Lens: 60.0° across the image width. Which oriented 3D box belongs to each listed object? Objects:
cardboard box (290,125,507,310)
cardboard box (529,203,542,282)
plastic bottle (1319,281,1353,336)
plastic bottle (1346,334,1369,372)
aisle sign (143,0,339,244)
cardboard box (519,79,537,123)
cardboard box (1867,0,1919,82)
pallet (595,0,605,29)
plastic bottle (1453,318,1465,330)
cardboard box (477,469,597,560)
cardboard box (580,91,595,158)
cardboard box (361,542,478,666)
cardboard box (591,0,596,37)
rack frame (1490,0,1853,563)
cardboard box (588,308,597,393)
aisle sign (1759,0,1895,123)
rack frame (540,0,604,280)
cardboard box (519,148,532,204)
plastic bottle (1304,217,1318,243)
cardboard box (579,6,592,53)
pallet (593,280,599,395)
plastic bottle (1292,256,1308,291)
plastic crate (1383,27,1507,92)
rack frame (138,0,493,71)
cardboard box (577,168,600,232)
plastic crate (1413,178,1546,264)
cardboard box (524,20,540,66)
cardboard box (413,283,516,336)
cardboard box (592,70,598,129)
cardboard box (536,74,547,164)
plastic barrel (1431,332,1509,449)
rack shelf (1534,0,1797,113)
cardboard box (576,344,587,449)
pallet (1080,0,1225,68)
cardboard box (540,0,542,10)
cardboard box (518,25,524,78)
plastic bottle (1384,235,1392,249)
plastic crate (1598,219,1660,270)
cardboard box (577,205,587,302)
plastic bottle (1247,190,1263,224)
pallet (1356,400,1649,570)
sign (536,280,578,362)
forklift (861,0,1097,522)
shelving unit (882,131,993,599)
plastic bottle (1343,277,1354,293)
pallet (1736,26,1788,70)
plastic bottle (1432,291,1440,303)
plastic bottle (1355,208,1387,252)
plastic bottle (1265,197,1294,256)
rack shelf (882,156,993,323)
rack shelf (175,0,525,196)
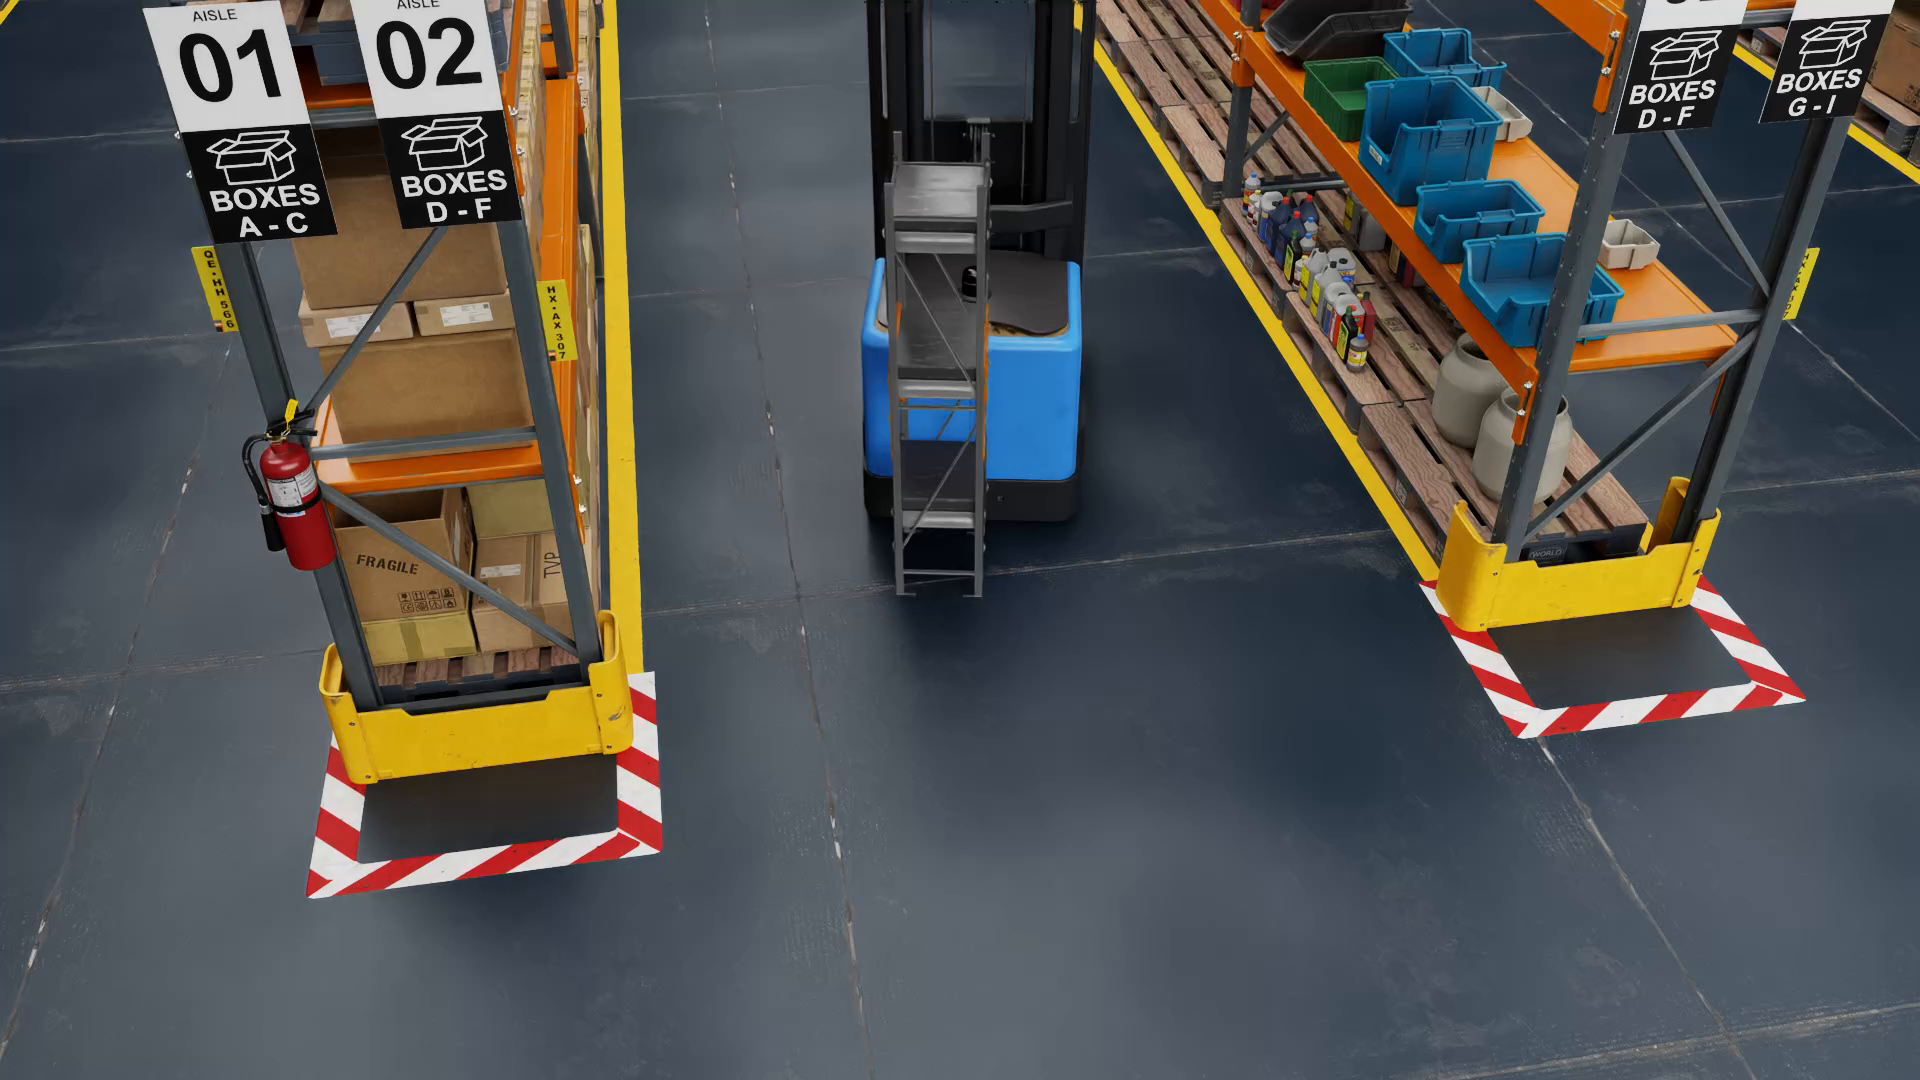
[{"bbox_3d":[-2.064,-1.219,6.135,0.700,0.500,0.500,-6,38,-8],"label":"cardboard box"},{"bbox_3d":[-2.233,-1.292,7.287,0.700,0.500,0.500,-6,38,-8],"label":"cardboard box"},{"bbox_3d":[2.096,-1.282,9.217,0.152,0.276,0.135,-7,38,-9],"label":"plastic bottle"},{"bbox_3d":[2.138,-1.013,8.932,0.097,0.201,0.097,0,38,0],"label":"plastic bottle"},{"bbox_3d":[-2.263,-1.307,5.269,0.394,0.787,0.004,-6,38,-8],"label":"aisle sign"},{"bbox_3d":[-2.158,-1.995,7.663,0.380,0.149,0.250,-5,38,-6],"label":"cardboard box"},{"bbox_3d":[6.915,-3.681,12.122,0.700,0.500,0.500,-6,38,-8],"label":"cardboard box"},{"bbox_3d":[-3.482,-4.538,13.819,1.003,0.211,1.213,-6,38,-8],"label":"pallet"},{"bbox_3d":[2.820,-1.315,9.262,0.097,0.271,0.097,0,38,0],"label":"plastic bottle"},{"bbox_3d":[-1.952,-0.082,7.709,0.500,0.250,0.500,-6,38,-8],"label":"cardboard box"},{"bbox_3d":[-2.597,-2.649,10.556,0.500,0.311,0.500,-7,38,-8],"label":"cardboard box"},{"bbox_3d":[-2.371,0.276,7.249,0.500,0.250,0.500,-6,38,-8],"label":"cardboard box"},{"bbox_3d":[-3.056,-3.973,12.717,0.500,0.250,0.500,-5,38,-7],"label":"cardboard box"},{"bbox_3d":[2.892,-0.883,6.841,1.000,3.000,0.127,-6,38,-8],"label":"rack frame"},{"bbox_3d":[-2.210,-0.988,8.876,0.500,0.250,0.500,-6,38,-8],"label":"cardboard box"},{"bbox_3d":[3.193,-1.897,6.028,0.394,0.787,0.004,-6,38,-8],"label":"aisle sign"},{"bbox_3d":[-2.687,-2.768,9.268,1.000,3.000,0.127,-6,38,-8],"label":"rack frame"},{"bbox_3d":[-2.025,-1.531,7.066,0.380,0.149,0.250,-7,38,-9],"label":"cardboard box"},{"bbox_3d":[2.068,-1.788,9.872,0.097,0.271,0.097,0,38,0],"label":"plastic bottle"},{"bbox_3d":[-2.871,-3.577,11.752,0.500,0.311,0.500,-6,38,-8],"label":"cardboard box"},{"bbox_3d":[-2.589,-1.182,9.499,1.003,0.211,1.213,-6,38,-8],"label":"pallet"},{"bbox_3d":[1.983,-1.548,9.619,0.097,0.201,0.097,0,38,0],"label":"plastic bottle"},{"bbox_3d":[2.652,-2.601,9.174,0.499,0.251,0.616,-6,38,-8],"label":"plastic crate"},{"bbox_3d":[-1.986,-2.721,4.318,1.000,3.000,0.127,-6,38,-8],"label":"rack frame"},{"bbox_3d":[-2.514,-2.118,10.331,0.500,0.250,0.500,-7,38,-9],"label":"cardboard box"},{"bbox_3d":[2.401,-1.487,7.740,0.499,0.251,0.408,-6,38,-8],"label":"plastic crate"},{"bbox_3d":[-2.292,-2.457,8.257,0.380,0.149,0.250,-6,38,-8],"label":"cardboard box"},{"bbox_3d":[-1.843,-0.908,6.263,0.380,0.149,0.250,-6,38,-8],"label":"cardboard box"},{"bbox_3d":[-2.784,-3.047,11.526,0.500,0.250,0.500,-6,38,-7],"label":"cardboard box"},{"bbox_3d":[-2.504,-2.222,8.484,0.700,0.500,0.500,-7,38,-8],"label":"cardboard box"},{"bbox_3d":[2.613,-0.758,8.366,0.421,0.512,0.421,0,38,0],"label":"plastic barrel"},{"bbox_3d":[2.541,-2.991,7.696,1.077,0.370,4.000,-6,38,-8],"label":"rack shelf"},{"bbox_3d":[-2.051,-0.679,7.866,0.500,0.500,0.500,-6,38,-8],"label":"cardboard box"},{"bbox_3d":[1.587,-4.141,13.309,1.003,0.211,1.213,-6,38,-8],"label":"pallet"},{"bbox_3d":[-2.428,-2.923,8.857,0.380,0.149,0.250,-6,38,-8],"label":"cardboard box"},{"bbox_3d":[-2.426,-2.445,7.713,0.700,0.500,0.500,-6,38,-8],"label":"cardboard box"},{"bbox_3d":[2.621,-1.952,10.019,0.144,0.351,0.185,-8,39,-10],"label":"plastic bottle"},{"bbox_3d":[3.051,-1.354,7.662,0.298,0.136,0.250,-6,38,-8],"label":"plastic crate"},{"bbox_3d":[-2.314,-1.584,9.032,0.500,0.500,0.500,-6,38,-8],"label":"cardboard box"},{"bbox_3d":[1.832,-2.066,10.287,0.097,0.201,0.097,0,38,0],"label":"plastic bottle"},{"bbox_3d":[2.695,-0.314,8.382,1.003,0.211,1.213,-6,38,-8],"label":"pallet"},{"bbox_3d":[-1.438,-0.781,5.941,0.100,0.325,0.005,-6,38,-8],"label":"sign"},{"bbox_3d":[0.112,-2.130,8.502,1.130,2.935,3.031,1,38,2],"label":"forklift"},{"bbox_3d":[-0.088,-0.714,7.357,0.431,2.100,0.503,1,38,2],"label":"shelving unit"},{"bbox_3d":[2.175,-1.391,9.418,0.097,0.201,0.097,0,38,0],"label":"plastic bottle"},{"bbox_3d":[6.711,-3.939,13.048,1.003,0.211,1.213,-6,38,-8],"label":"pallet"},{"bbox_3d":[2.767,-1.497,9.498,0.097,0.271,0.097,0,38,0],"label":"plastic bottle"},{"bbox_3d":[2.479,-1.892,10.002,0.152,0.276,0.135,-6,38,-8],"label":"plastic bottle"},{"bbox_3d":[1.923,-1.894,9.944,0.144,0.351,0.185,-5,38,-7],"label":"plastic bottle"},{"bbox_3d":[-0.088,-1.256,6.936,0.431,0.518,0.480,1,38,2],"label":"rack shelf"},{"bbox_3d":[-2.336,-2.461,7.014,1.077,0.370,4.000,-6,38,-8],"label":"rack shelf"}]
